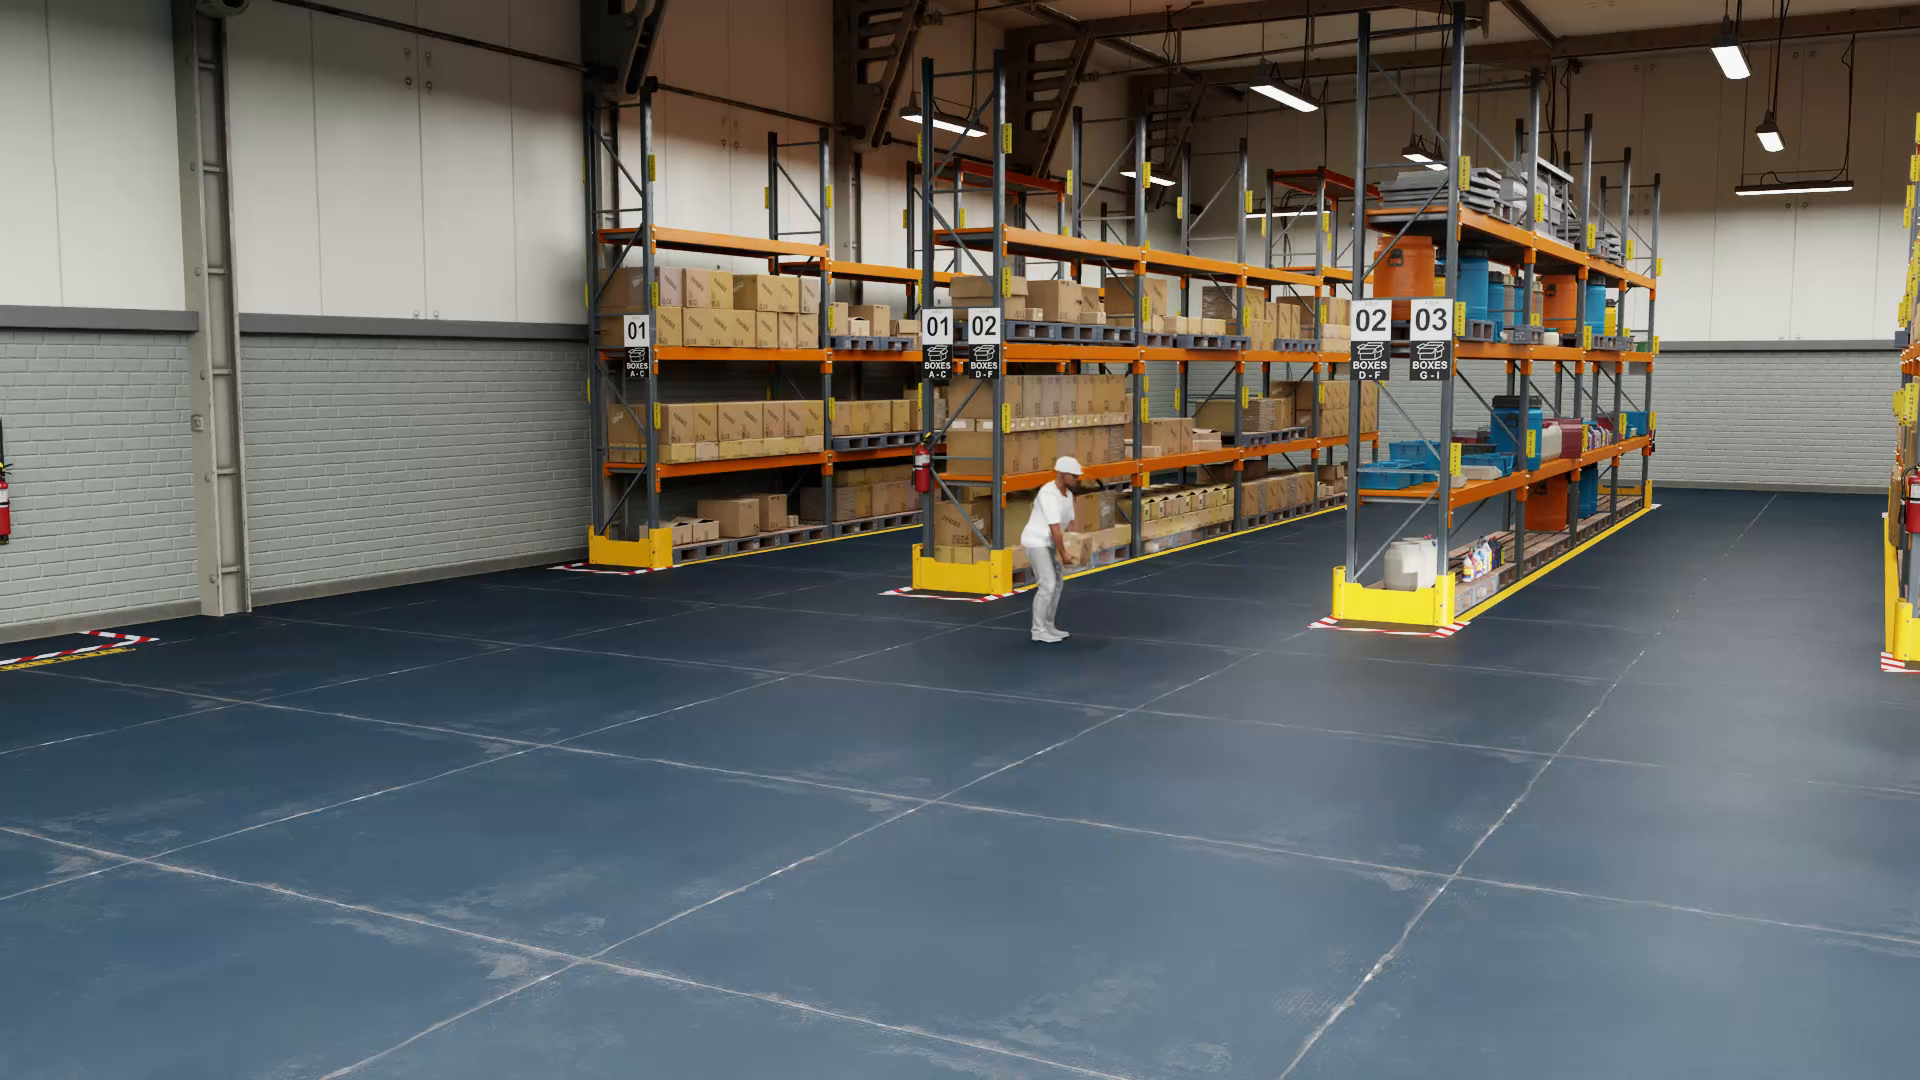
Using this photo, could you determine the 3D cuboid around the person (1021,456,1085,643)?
[{"bbox_3d":[0.892,0.079,15.481,0.611,1.718,0.493,3,7,28],"label":"person"}]
